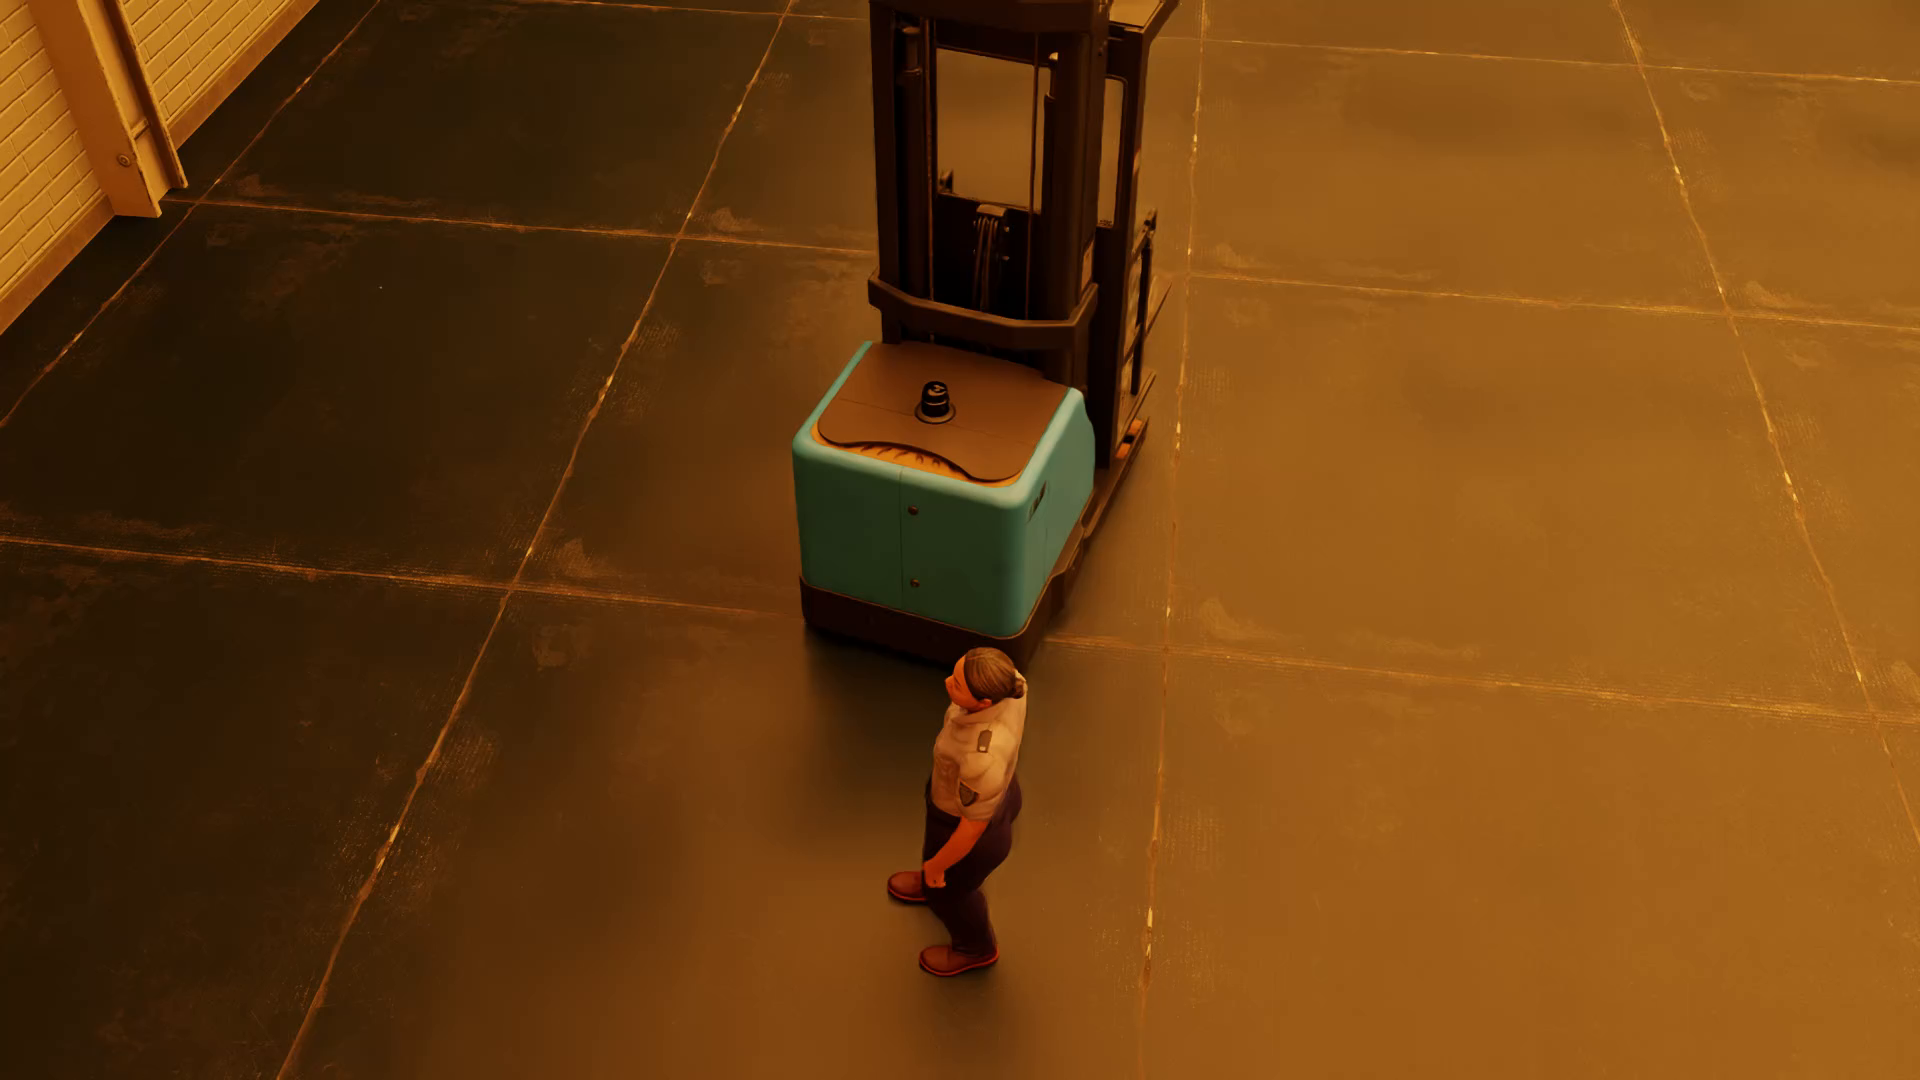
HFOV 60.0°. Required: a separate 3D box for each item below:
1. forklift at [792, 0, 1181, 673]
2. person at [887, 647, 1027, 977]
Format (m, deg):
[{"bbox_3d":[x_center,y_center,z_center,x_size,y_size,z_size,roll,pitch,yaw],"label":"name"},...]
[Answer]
[{"bbox_3d":[0.304,-1.496,7.352,1.130,2.935,3.031,15,45,15],"label":"forklift"},{"bbox_3d":[-0.062,0.917,5.688,0.543,1.647,0.578,9,43,10],"label":"person"}]
